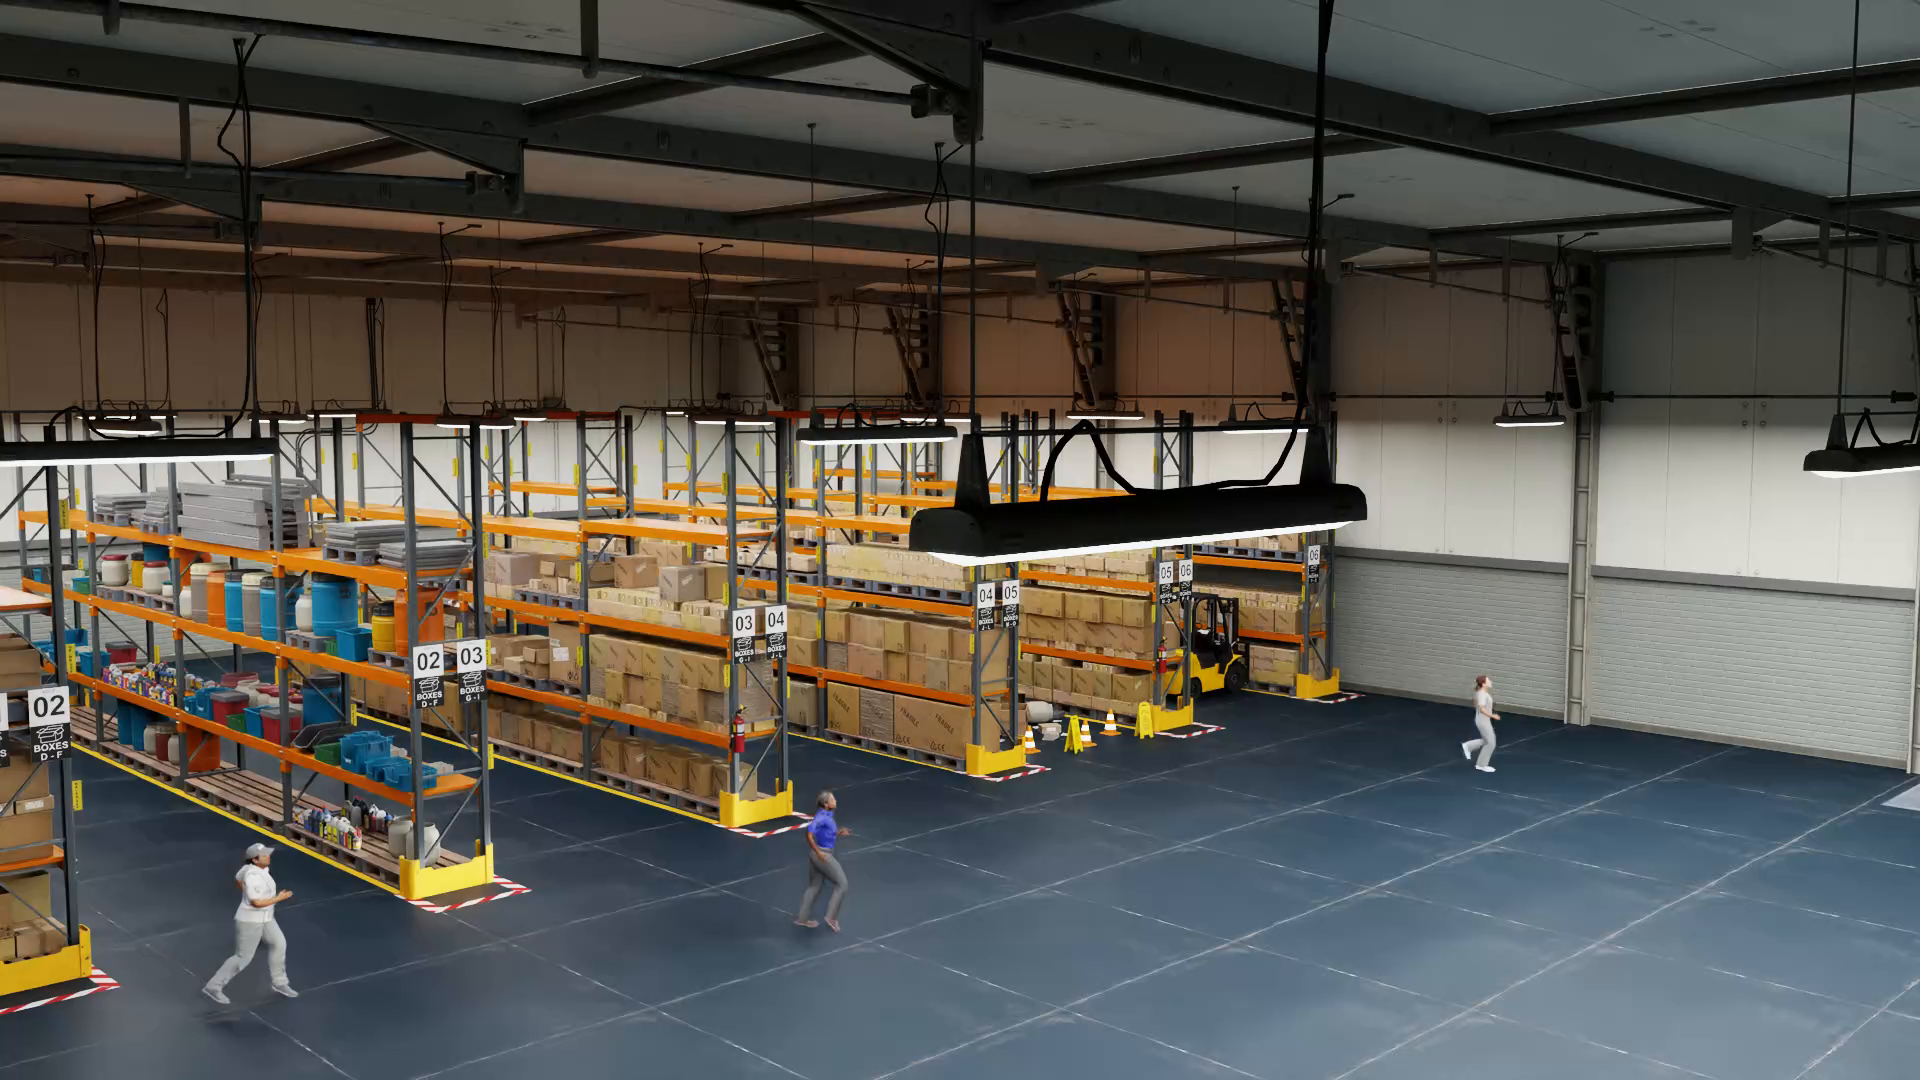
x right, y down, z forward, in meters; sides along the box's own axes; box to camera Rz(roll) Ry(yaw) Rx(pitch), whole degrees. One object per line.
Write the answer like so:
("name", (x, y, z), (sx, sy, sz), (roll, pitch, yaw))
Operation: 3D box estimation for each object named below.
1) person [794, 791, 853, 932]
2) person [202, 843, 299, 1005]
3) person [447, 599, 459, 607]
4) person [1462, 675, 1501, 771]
("person", (-1.610, 3.817, 19.710), (0.716, 1.711, 0.545), (-2, 5, -17))
("person", (-7.406, 4.004, 17.322), (0.895, 1.710, 0.613), (-1, 5, -16))
("person", (-12.050, 2.063, 39.723), (0.802, 1.751, 0.823), (2, 5, 24))
("person", (8.816, 3.087, 28.114), (0.597, 1.634, 0.594), (1, 5, 13))
